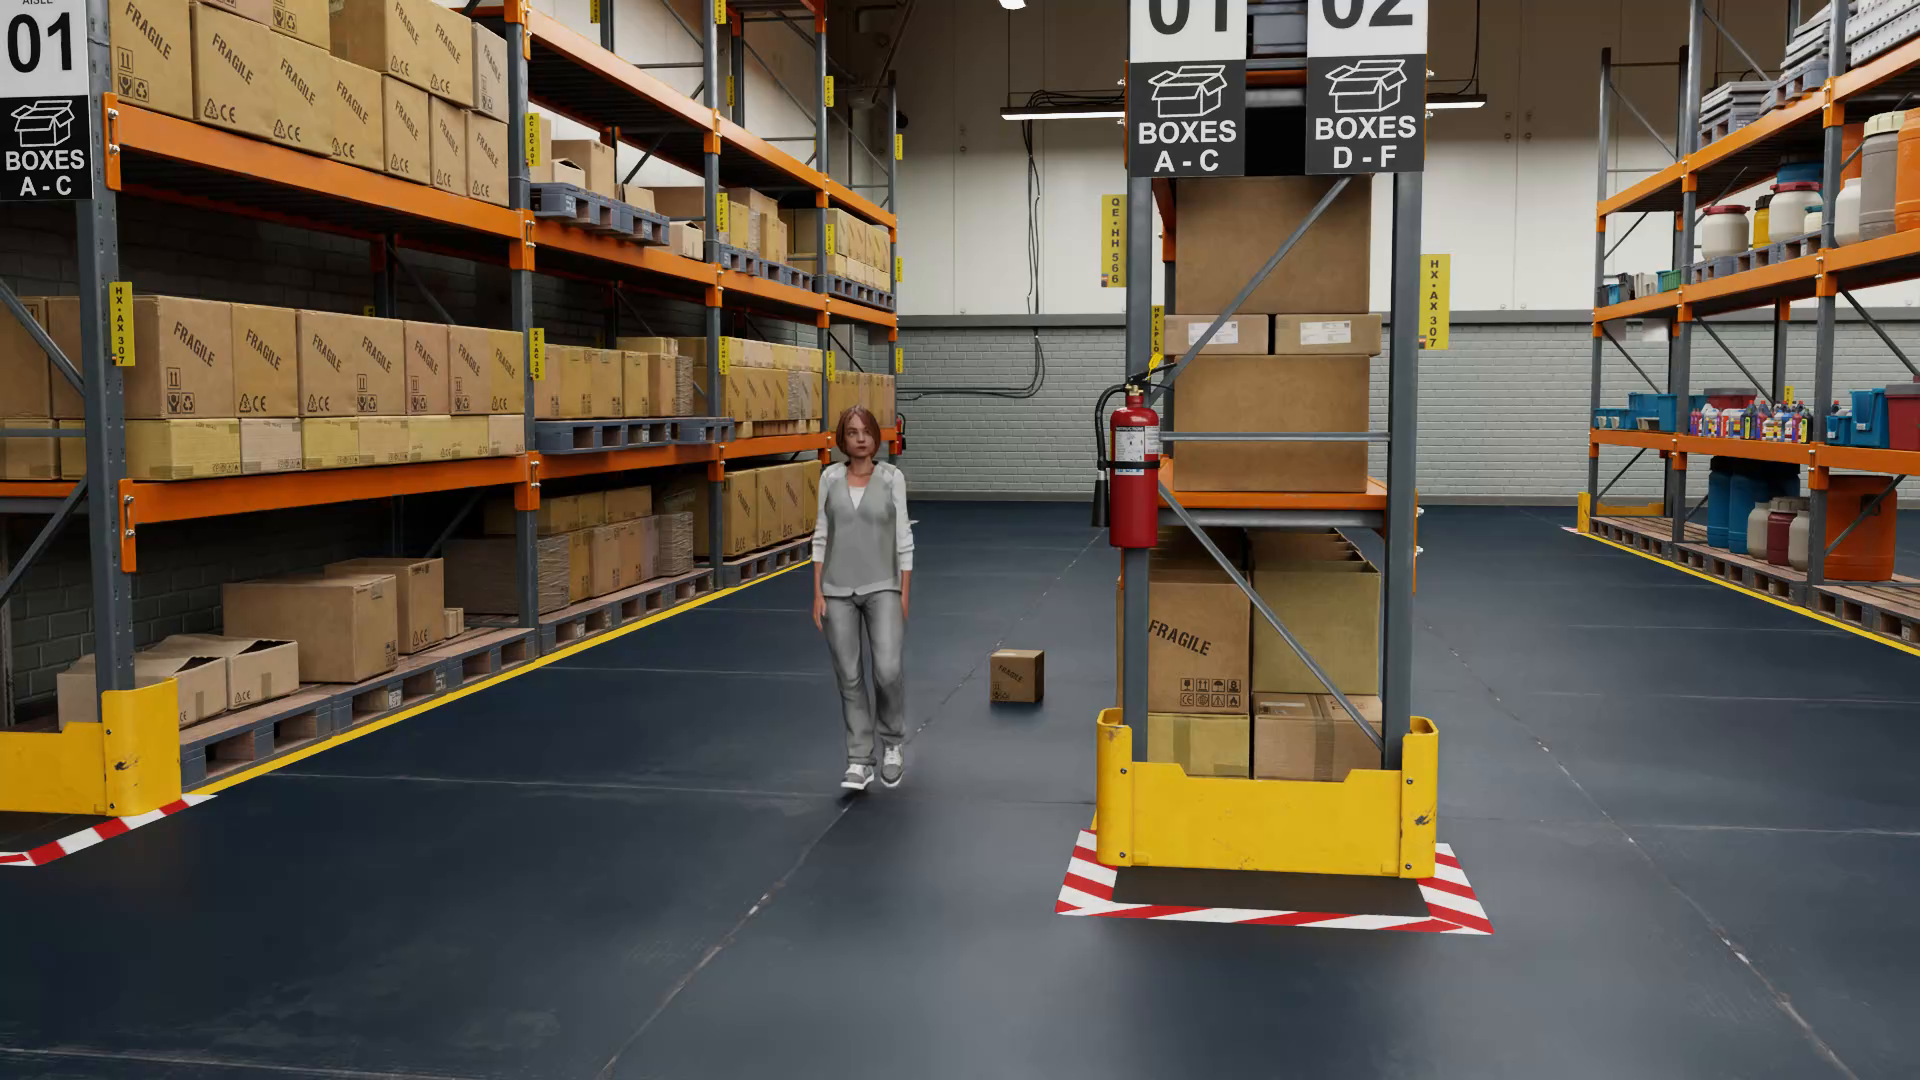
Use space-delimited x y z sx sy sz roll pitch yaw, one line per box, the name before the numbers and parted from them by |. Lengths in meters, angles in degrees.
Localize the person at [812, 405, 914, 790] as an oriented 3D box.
person | -0.408 0.241 6.871 0.414 1.590 0.398 1 5 8
